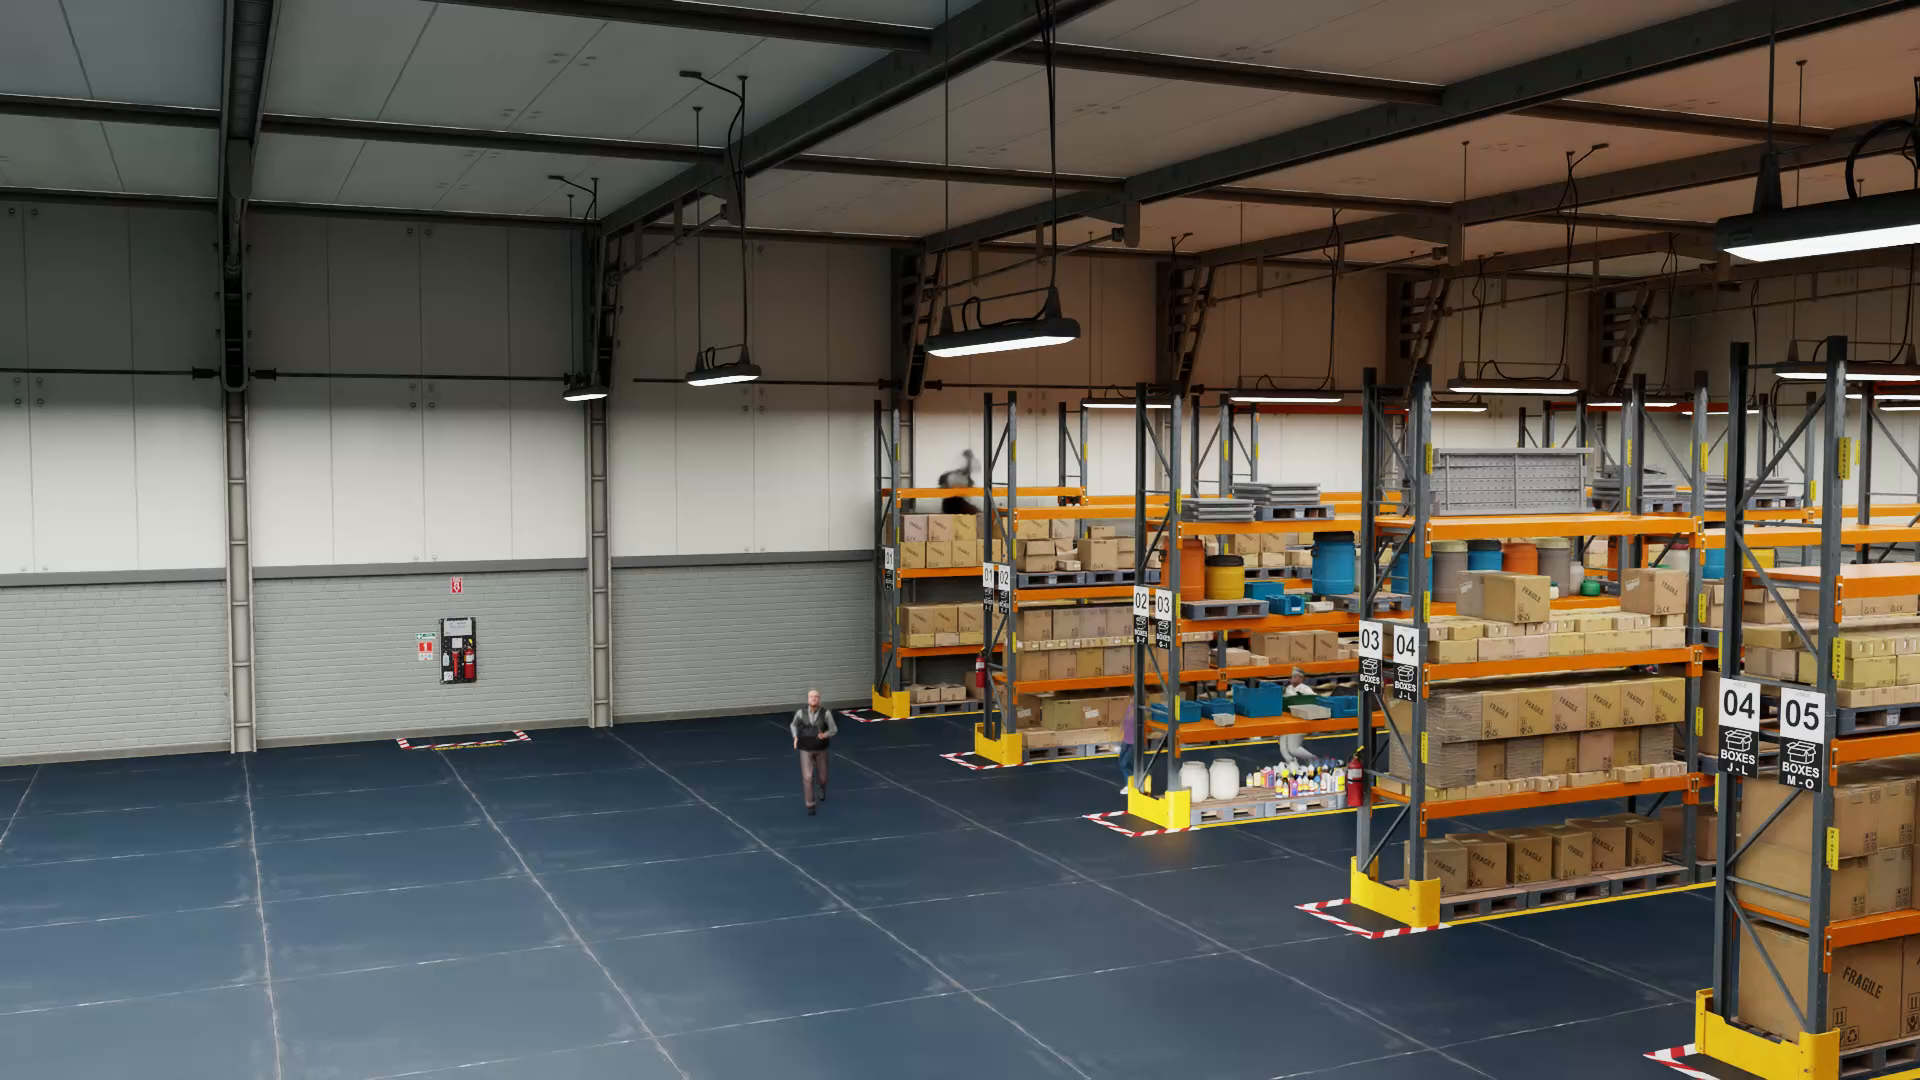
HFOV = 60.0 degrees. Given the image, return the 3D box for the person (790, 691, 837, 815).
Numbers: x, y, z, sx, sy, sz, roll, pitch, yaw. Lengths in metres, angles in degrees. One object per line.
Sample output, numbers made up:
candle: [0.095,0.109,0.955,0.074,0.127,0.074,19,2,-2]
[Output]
person: [-2.055,2.958,23.337,0.670,1.695,0.860,0,3,-4]

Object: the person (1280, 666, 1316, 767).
person: [5.158,2.805,25.582,0.622,1.732,0.659,-2,4,-30]

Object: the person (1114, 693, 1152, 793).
person: [2.546,2.988,24.415,0.483,1.551,0.594,-2,4,-33]

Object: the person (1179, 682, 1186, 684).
person: [4.025,2.556,30.559,0.775,1.742,0.584,-1,4,-22]
